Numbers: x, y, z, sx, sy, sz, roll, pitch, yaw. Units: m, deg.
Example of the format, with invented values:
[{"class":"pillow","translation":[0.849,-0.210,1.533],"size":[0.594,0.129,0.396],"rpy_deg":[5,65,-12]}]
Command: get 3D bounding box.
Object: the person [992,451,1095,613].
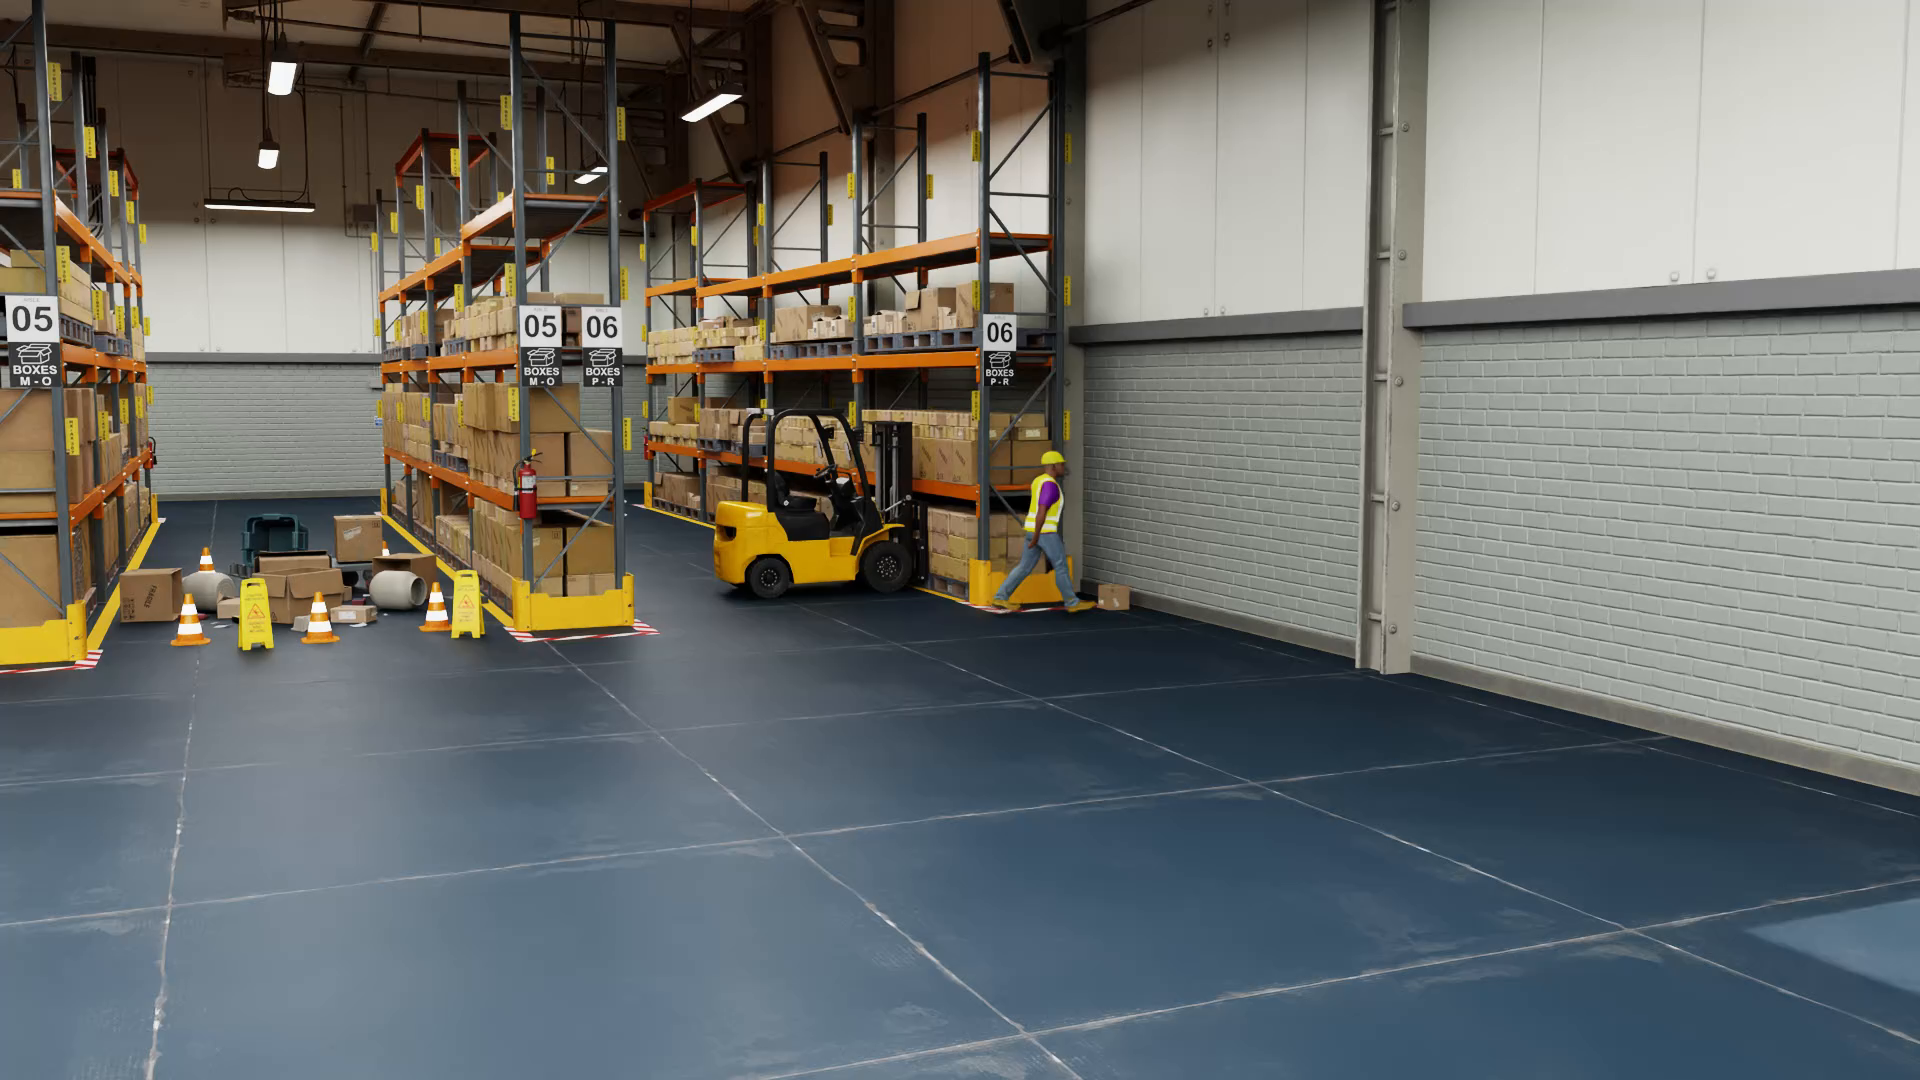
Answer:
[{"class":"person","translation":[0.892,-0.083,17.583],"size":[1.057,1.708,0.569],"rpy_deg":[-2,6,-19]}]
